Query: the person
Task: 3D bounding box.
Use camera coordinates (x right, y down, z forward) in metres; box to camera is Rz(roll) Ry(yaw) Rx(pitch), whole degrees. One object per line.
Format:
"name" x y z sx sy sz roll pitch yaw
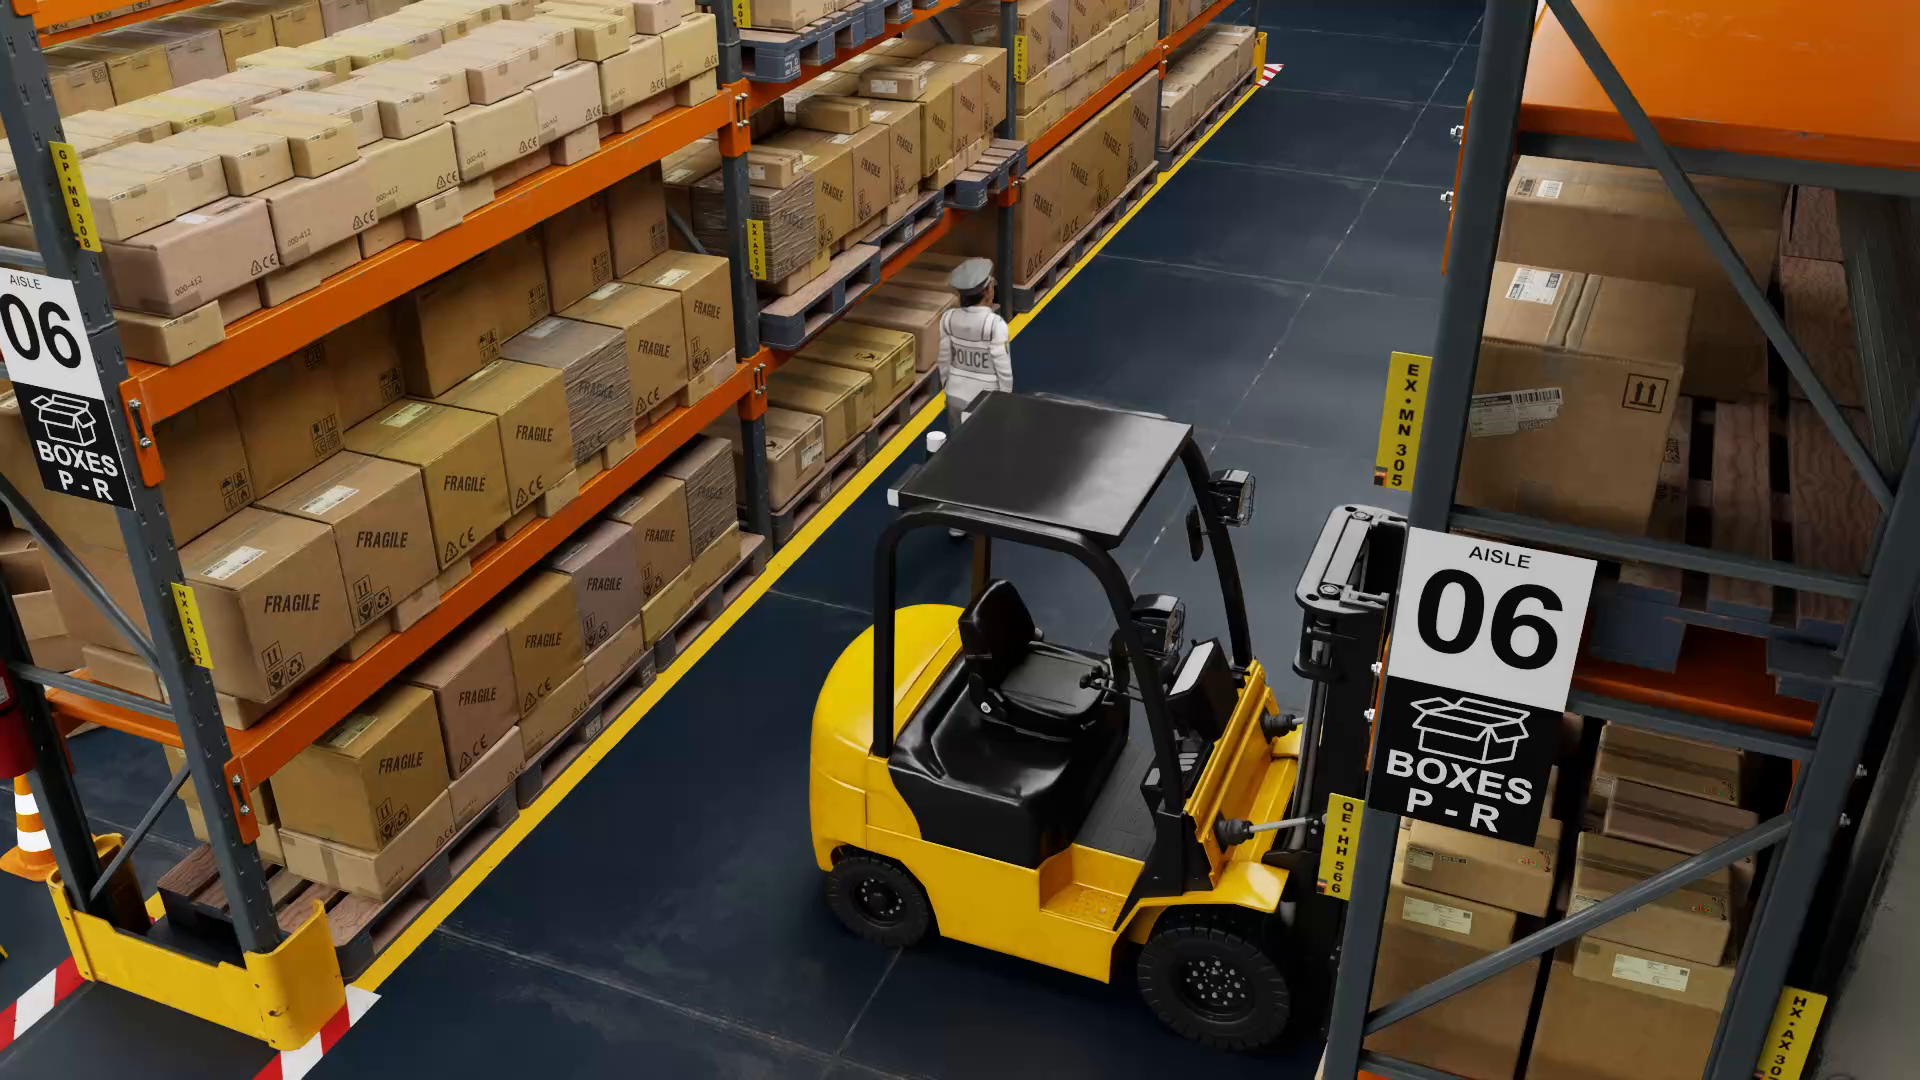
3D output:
"person" 0.094 -0.804 9.739 0.501 1.702 0.410 13 32 22
